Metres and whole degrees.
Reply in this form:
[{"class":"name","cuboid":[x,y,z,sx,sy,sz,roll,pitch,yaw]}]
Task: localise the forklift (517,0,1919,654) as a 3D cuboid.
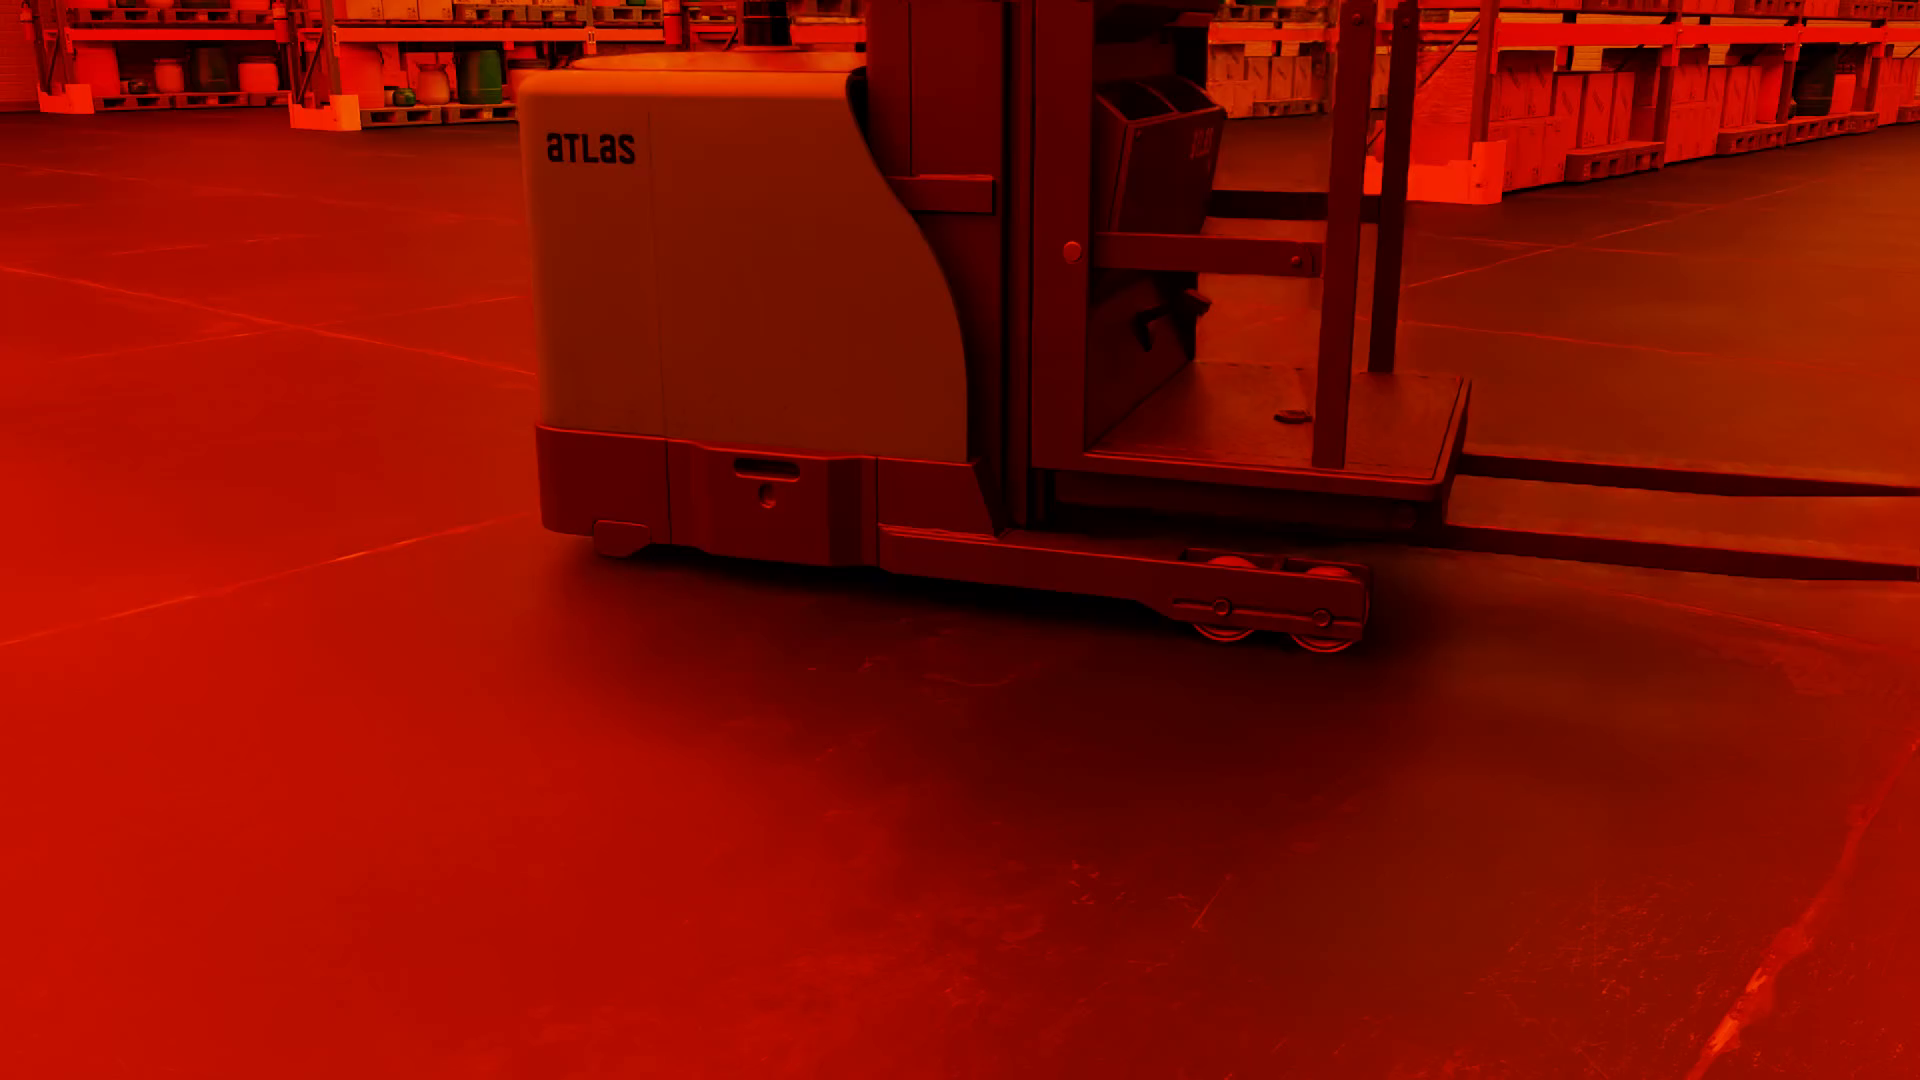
[{"class":"forklift","cuboid":[0.611,-1.357,3.366,3.031,2.935,1.130,6,18,18]}]
